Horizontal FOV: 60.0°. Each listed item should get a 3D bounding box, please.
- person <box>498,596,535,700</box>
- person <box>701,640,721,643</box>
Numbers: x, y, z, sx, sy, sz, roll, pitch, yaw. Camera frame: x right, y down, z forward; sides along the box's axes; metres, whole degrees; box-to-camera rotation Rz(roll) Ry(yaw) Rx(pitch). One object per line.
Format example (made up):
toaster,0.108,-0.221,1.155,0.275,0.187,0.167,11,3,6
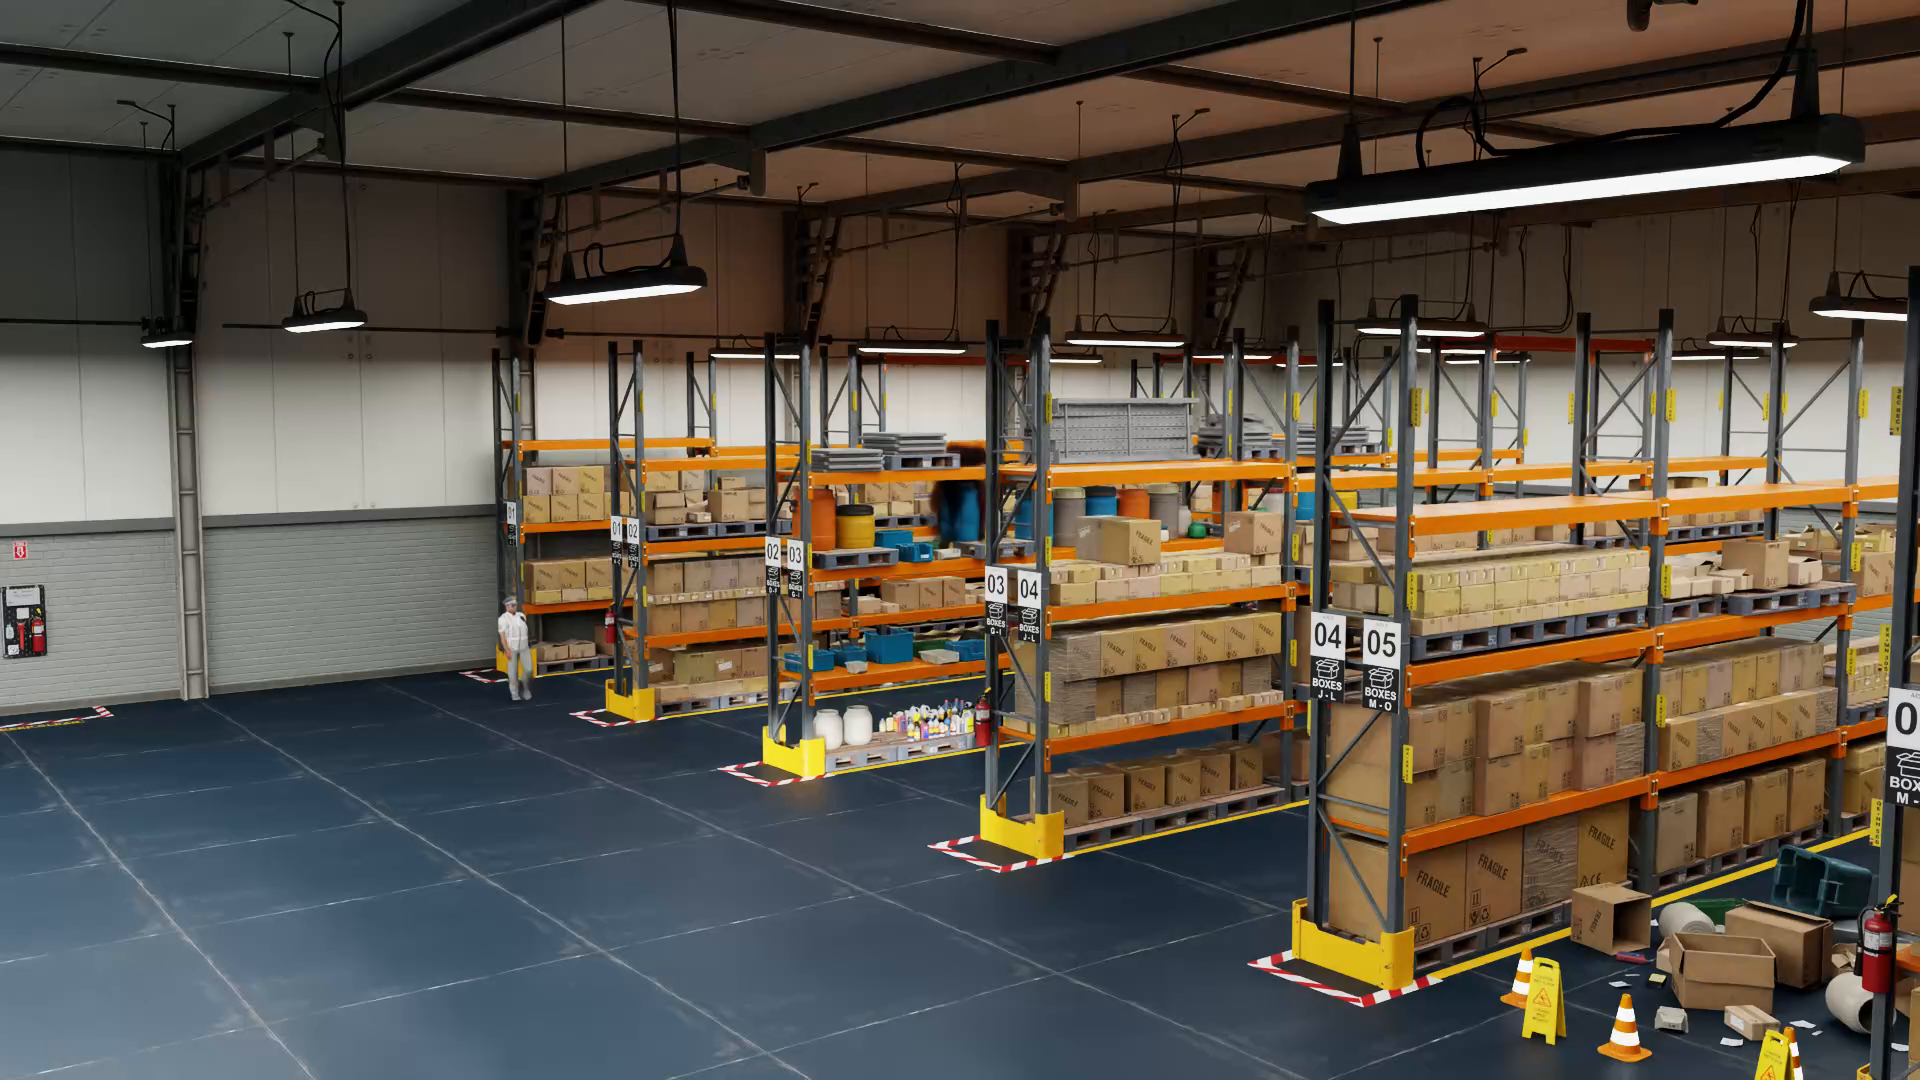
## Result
person,-7.456,1.827,27.888,0.557,1.775,0.501,-3,6,-27
person,-4.490,1.744,29.817,0.481,1.753,0.424,1,5,14
